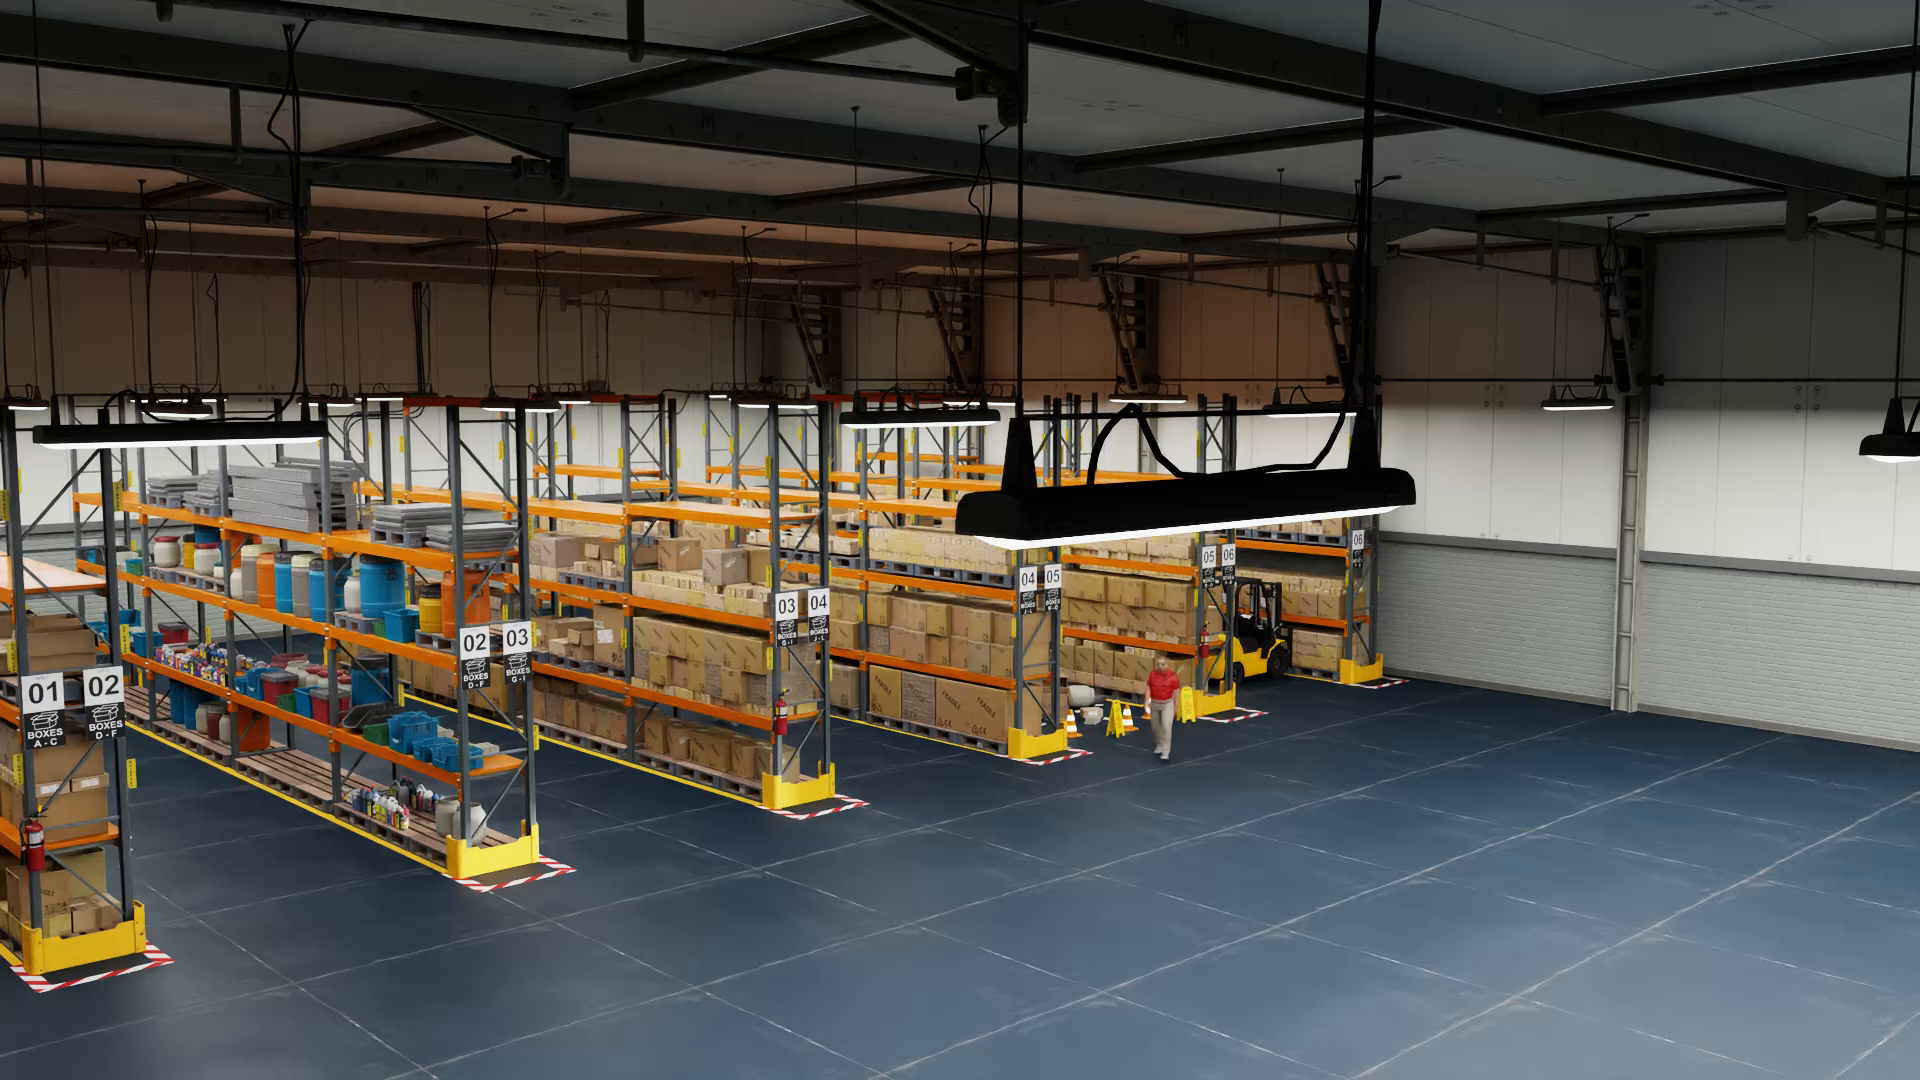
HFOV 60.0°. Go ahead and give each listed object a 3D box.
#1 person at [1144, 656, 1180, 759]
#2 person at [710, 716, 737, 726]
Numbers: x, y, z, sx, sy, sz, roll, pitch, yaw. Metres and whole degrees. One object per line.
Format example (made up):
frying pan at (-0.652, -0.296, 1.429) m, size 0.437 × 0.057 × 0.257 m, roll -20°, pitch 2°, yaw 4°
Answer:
person at (3.388, 2.793, 27.850) m, size 0.547 × 1.716 × 0.805 m, roll 3°, pitch 6°, yaw 26°
person at (-4.315, 2.521, 30.576) m, size 0.672 × 1.807 × 0.635 m, roll 4°, pitch 7°, yaw 38°
